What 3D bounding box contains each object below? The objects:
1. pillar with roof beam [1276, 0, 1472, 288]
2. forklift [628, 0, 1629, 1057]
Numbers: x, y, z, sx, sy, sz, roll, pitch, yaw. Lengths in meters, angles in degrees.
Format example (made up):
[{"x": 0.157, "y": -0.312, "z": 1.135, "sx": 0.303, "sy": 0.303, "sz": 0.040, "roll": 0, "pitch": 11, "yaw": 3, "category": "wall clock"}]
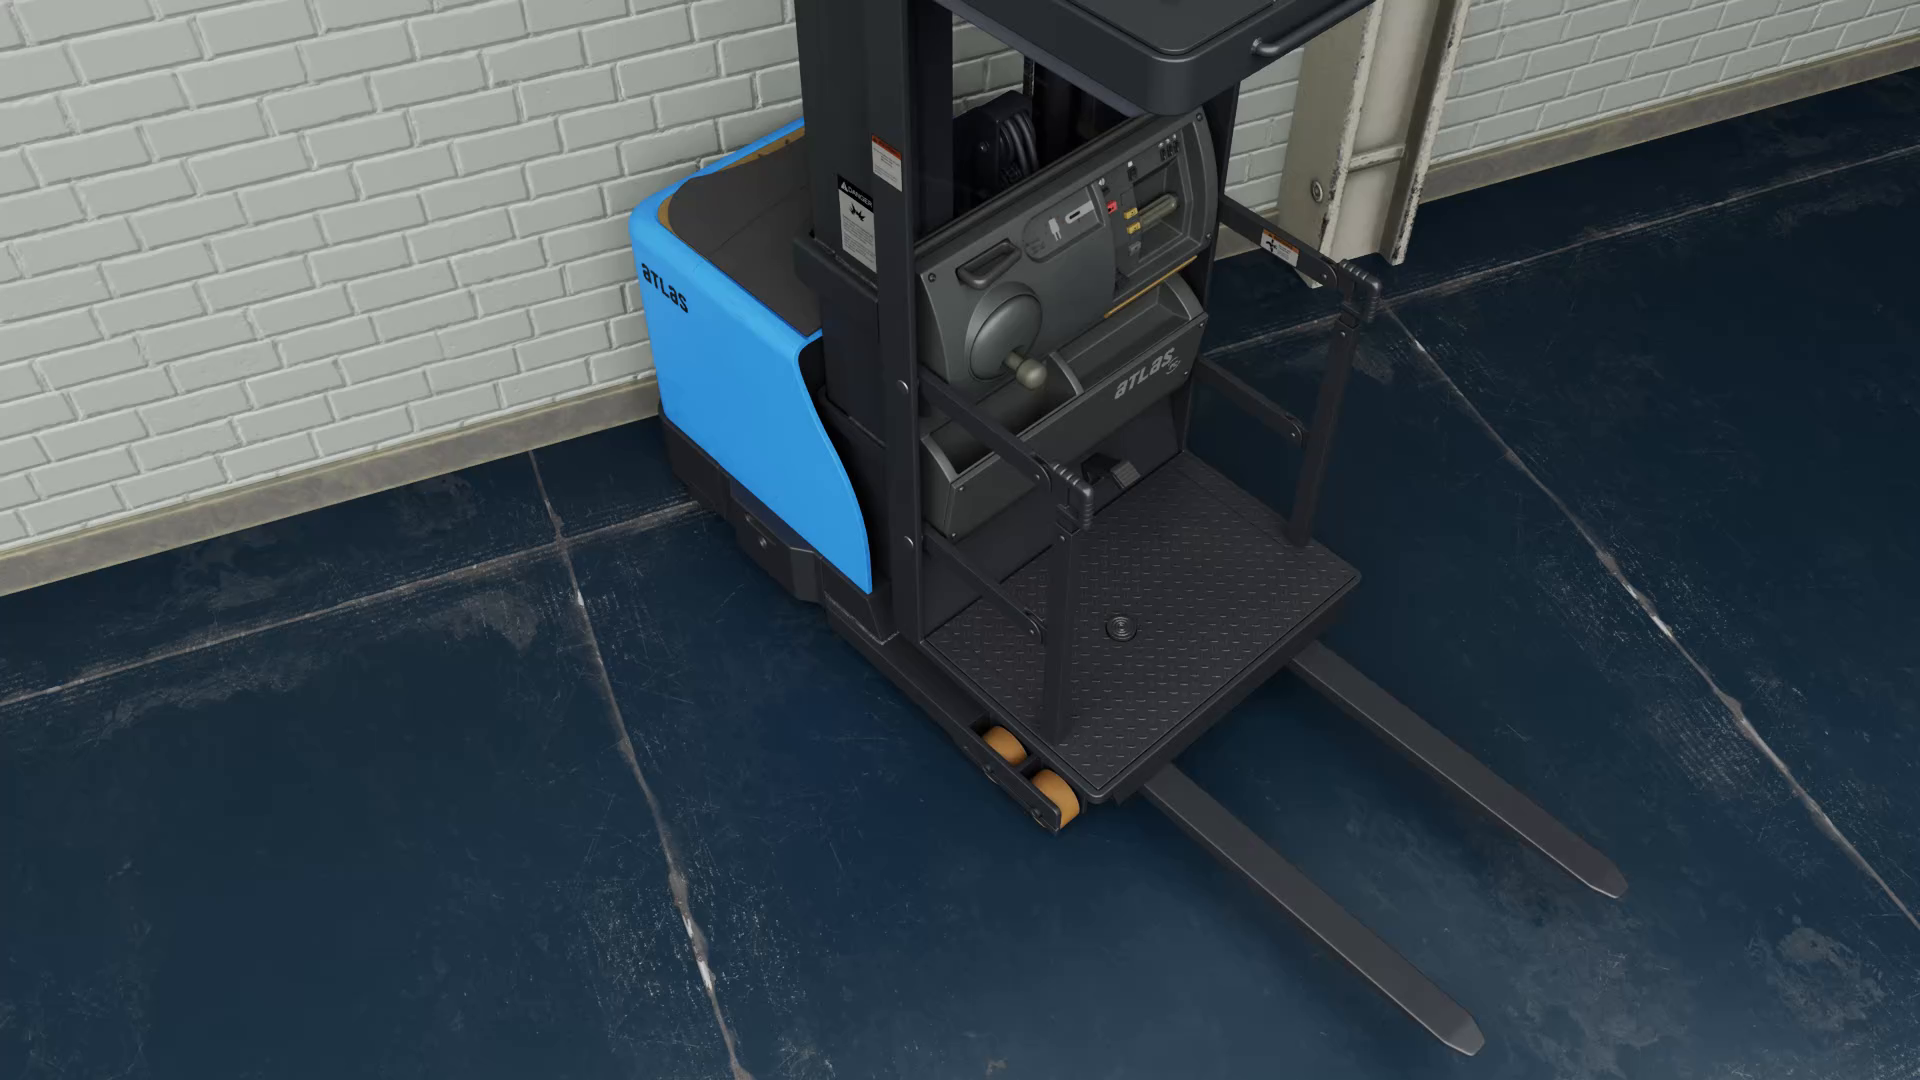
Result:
[{"x": 3.027, "y": -0.985, "z": 0.164, "sx": 0.400, "sy": 9.000, "sz": 9.100, "roll": -17, "pitch": 52, "yaw": -14, "category": "pillar with roof beam"}, {"x": 0.423, "y": -0.608, "z": 3.840, "sx": 1.130, "sy": 2.935, "sz": 3.031, "roll": -35, "pitch": 58, "yaw": -26, "category": "forklift"}]
